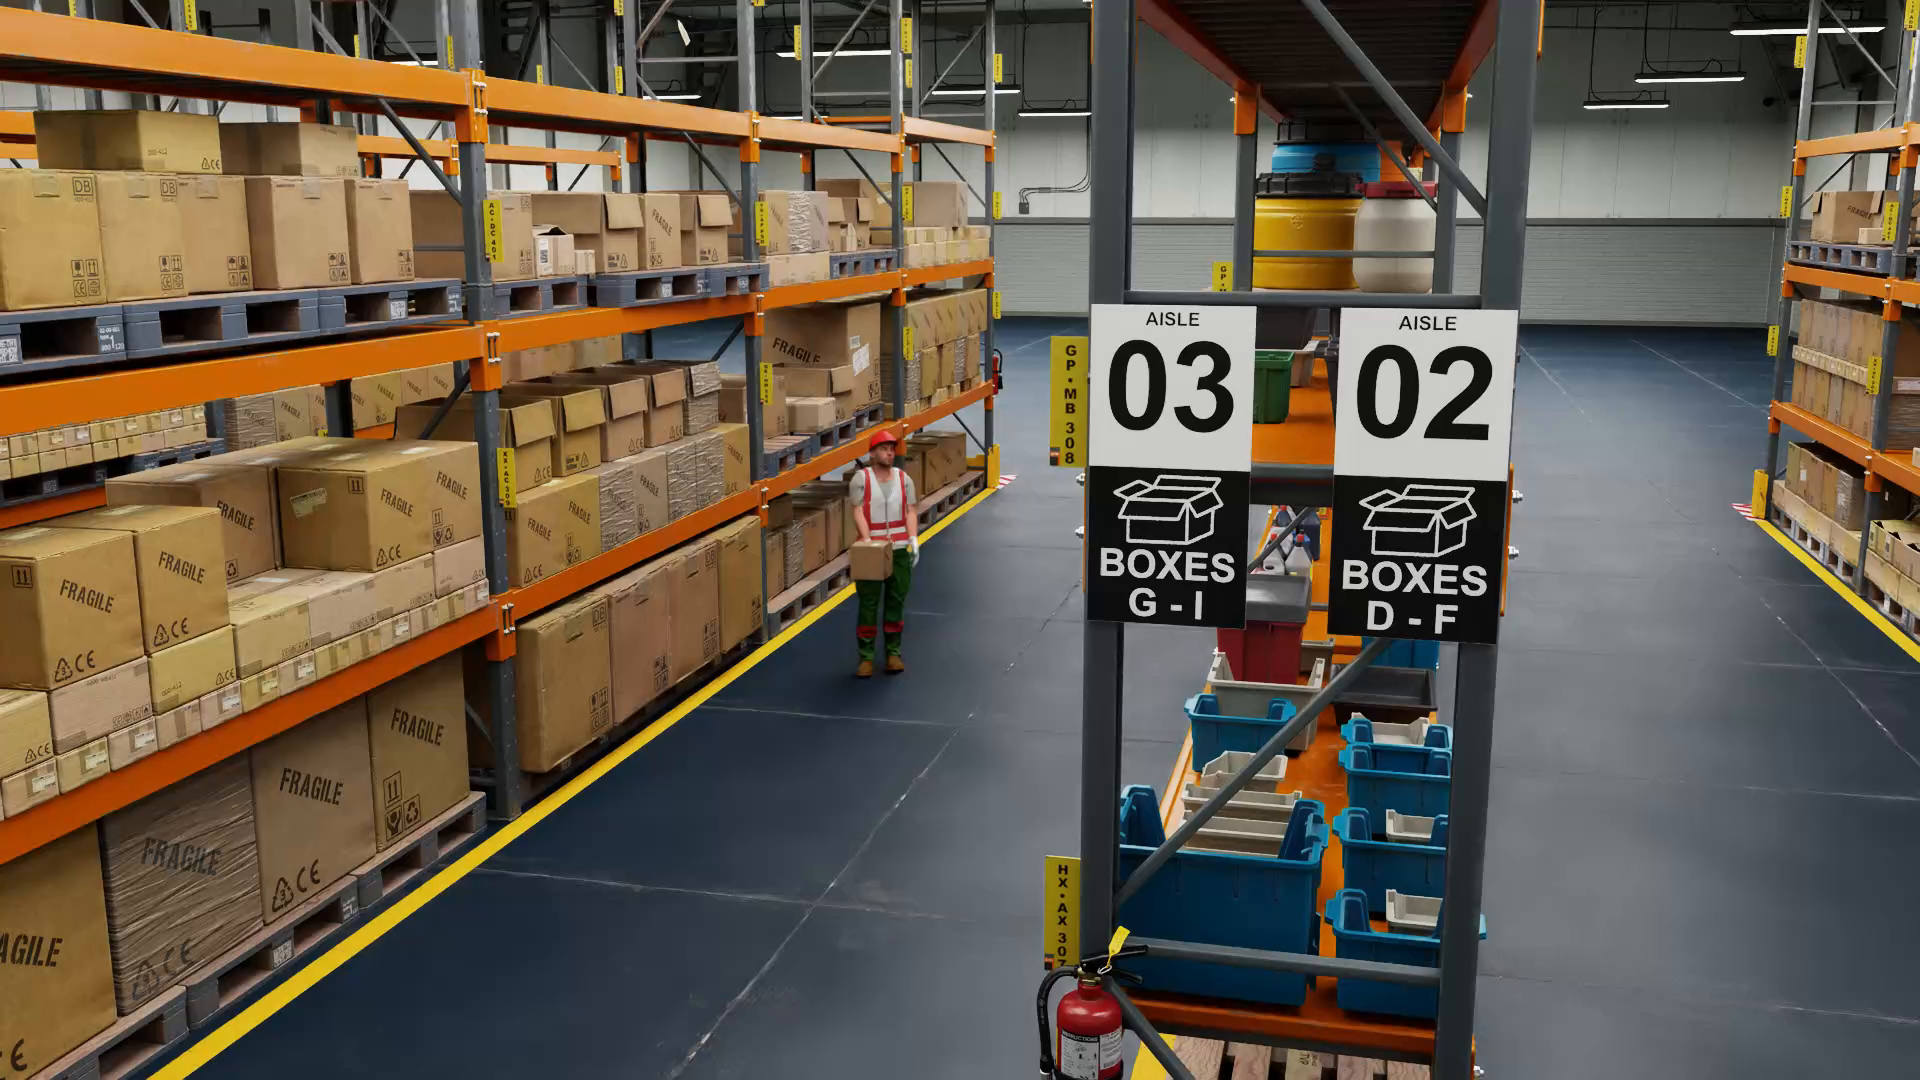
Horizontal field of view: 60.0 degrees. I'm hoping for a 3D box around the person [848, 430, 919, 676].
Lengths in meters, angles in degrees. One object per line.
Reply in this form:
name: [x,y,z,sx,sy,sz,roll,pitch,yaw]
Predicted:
person: [-0.566,0.093,12.384,0.566,1.795,0.508,-5,12,-22]
